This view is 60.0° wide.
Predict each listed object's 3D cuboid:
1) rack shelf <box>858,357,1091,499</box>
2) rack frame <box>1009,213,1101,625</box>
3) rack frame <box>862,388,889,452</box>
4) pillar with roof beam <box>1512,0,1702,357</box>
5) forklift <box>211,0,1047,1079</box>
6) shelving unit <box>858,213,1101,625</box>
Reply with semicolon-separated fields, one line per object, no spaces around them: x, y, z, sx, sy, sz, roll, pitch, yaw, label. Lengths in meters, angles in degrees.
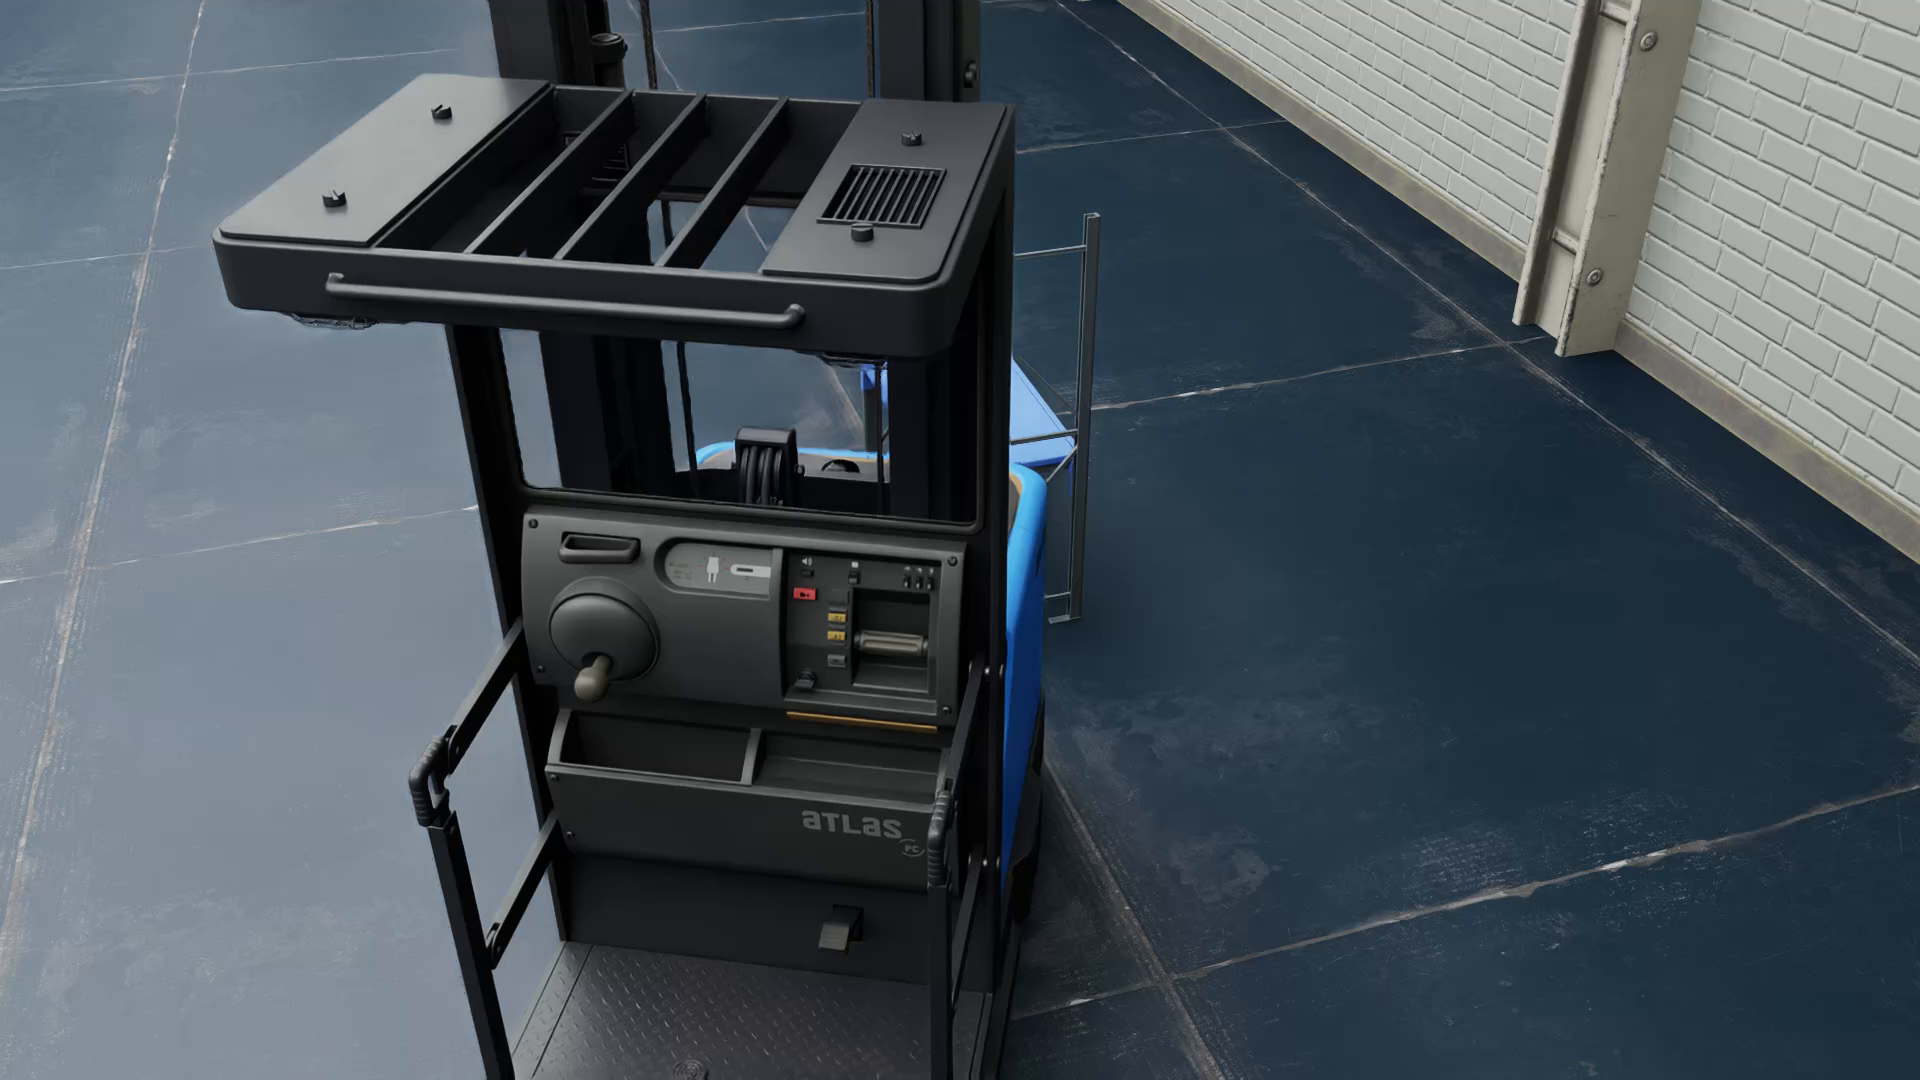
0.026;-0.431;5.868;0.538;0.185;1.000;-10;35;-15;rack shelf
0.181;-0.314;5.365;0.500;1.500;0.032;-10;35;-15;rack frame
-0.129;-0.848;6.173;0.500;1.500;0.032;-10;35;-15;rack frame
-1.303;-3.984;4.116;9.100;9.000;0.400;-10;35;-15;pillar with roof beam
-0.485;0.221;3.257;1.130;2.935;3.031;5;34;8;forklift
0.026;-0.581;5.769;0.538;1.500;1.048;-10;35;-15;shelving unit
